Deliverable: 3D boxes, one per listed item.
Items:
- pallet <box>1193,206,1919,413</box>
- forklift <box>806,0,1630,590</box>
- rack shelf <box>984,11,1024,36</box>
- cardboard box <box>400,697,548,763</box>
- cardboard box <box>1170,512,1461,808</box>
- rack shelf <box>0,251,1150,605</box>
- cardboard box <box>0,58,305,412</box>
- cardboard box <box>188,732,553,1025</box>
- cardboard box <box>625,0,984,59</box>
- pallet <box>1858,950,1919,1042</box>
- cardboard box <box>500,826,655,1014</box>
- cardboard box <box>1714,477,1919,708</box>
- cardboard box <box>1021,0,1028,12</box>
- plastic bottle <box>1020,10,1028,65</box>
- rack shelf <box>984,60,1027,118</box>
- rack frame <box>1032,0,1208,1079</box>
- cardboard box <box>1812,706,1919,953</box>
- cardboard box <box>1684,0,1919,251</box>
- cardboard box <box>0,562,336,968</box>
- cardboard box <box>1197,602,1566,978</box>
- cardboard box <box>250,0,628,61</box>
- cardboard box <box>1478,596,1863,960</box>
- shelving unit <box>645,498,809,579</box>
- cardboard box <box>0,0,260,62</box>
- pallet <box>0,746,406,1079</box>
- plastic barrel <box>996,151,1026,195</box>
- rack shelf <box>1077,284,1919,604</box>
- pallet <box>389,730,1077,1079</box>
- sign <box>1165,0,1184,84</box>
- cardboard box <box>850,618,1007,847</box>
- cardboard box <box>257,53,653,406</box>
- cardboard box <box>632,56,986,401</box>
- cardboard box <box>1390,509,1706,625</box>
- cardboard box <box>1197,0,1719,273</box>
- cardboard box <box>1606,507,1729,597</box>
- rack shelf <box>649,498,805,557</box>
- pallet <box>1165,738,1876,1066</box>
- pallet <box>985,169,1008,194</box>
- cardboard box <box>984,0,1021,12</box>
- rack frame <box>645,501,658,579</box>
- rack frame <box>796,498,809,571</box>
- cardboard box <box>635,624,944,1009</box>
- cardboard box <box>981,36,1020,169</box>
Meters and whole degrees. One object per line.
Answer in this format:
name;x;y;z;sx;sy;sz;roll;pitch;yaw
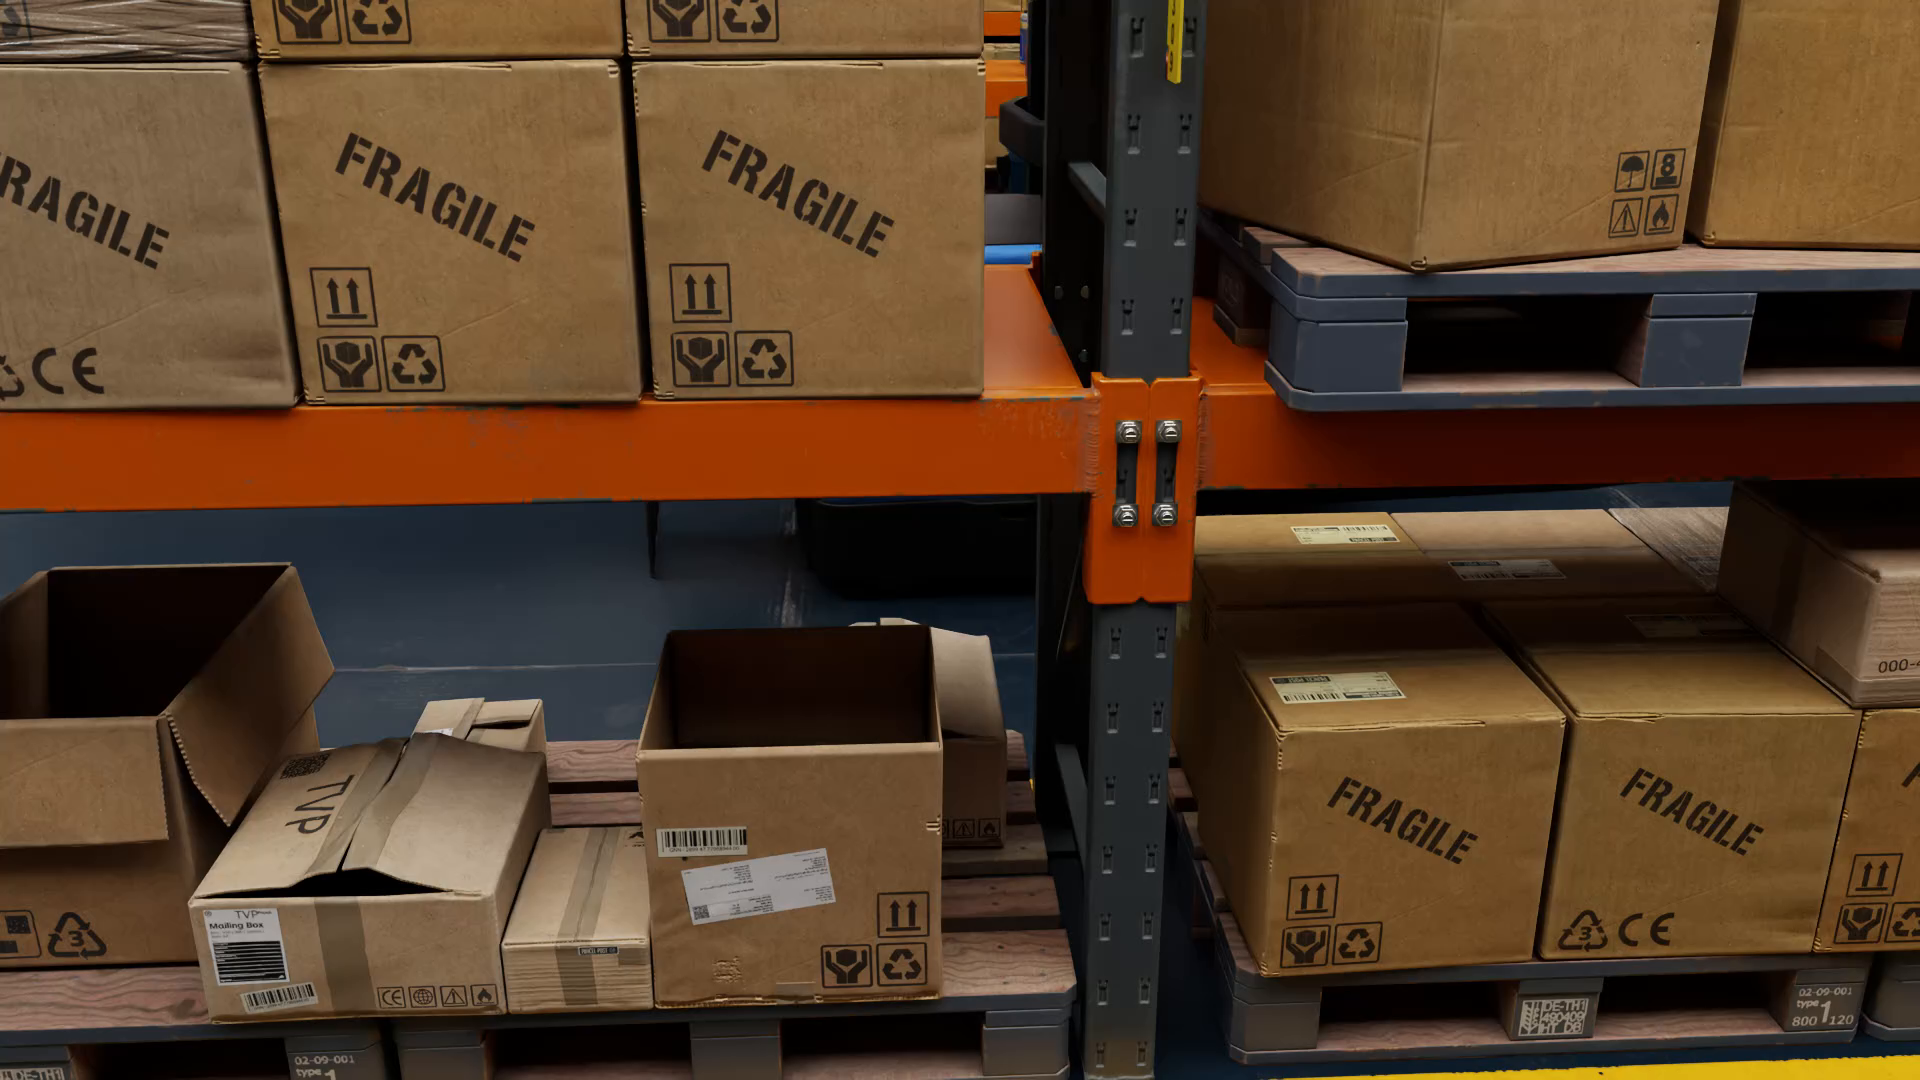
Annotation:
pallet;1.065;-0.477;2.927;1.213;0.211;1.003;-1;21;-3
forklift;0.982;-1.439;5.280;3.031;2.935;1.130;-3;21;-8
rack shelf;1.696;-3.813;12.430;4.000;0.370;1.077;-1;21;-3
cardboard box;-1.033;0.482;3.502;0.250;0.166;0.380;-1;21;-3
cardboard box;0.738;0.262;3.613;0.500;0.500;0.500;-1;21;-3
rack shelf;-1.735;-0.212;2.974;4.000;0.370;1.077;-1;21;-3
cardboard box;-1.250;-0.512;2.610;0.500;0.500;0.500;-1;21;-2
cardboard box;-1.040;0.590;3.017;0.500;0.311;0.500;-1;21;-3
cardboard box;-0.229;-1.001;2.488;0.500;0.500;0.500;-1;21;-3
pallet;2.292;0.658;3.595;1.213;0.211;1.003;-1;21;-3
cardboard box;-0.662;0.679;3.010;0.250;0.149;0.380;-1;21;-3
cardboard box;1.757;0.080;3.037;0.500;0.250;0.500;-1;21;-3
cardboard box;0.675;-4.086;11.997;0.500;0.500;0.500;-1;21;-3
plastic bottle;0.357;-2.414;7.919;0.135;0.276;0.152;-1;21;-3
rack shelf;1.979;-2.053;7.809;4.000;0.370;1.077;-1;21;-3
rack frame;0.261;-0.589;2.952;0.127;3.000;1.000;-1;21;-3
cardboard box;1.789;0.428;3.176;0.500;0.500;0.500;-1;21;-2
cardboard box;1.430;-0.799;2.772;0.500;0.500;0.700;2;21;6
cardboard box;-1.614;0.412;3.213;0.637;0.503;0.797;-1;21;-3
cardboard box;0.758;0.450;3.117;0.500;0.500;0.500;-2;21;-5
cardboard box;-0.740;-0.989;2.458;0.500;0.500;0.500;-2;21;-4
cardboard box;1.290;0.436;3.156;0.500;0.500;0.500;-1;21;-2
shelving unit;-0.765;-0.940;5.139;0.503;2.100;0.431;-3;21;-8
cardboard box;-1.243;-0.979;2.432;0.500;0.500;0.500;-1;21;-3
pallet;-1.645;0.754;3.345;1.213;0.211;1.003;-1;21;-3
plastic barrel;0.526;-1.569;7.886;0.708;0.901;0.600;-1;21;-3
rack shelf;2.258;-0.293;3.187;4.000;0.370;1.077;-1;21;-3
pallet;-0.424;0.728;3.413;1.213;0.211;1.003;-1;21;-3
sign;0.300;-0.801;2.292;0.005;0.325;0.100;-1;21;-3
cardboard box;-0.170;0.394;3.532;0.500;0.311;0.500;-1;21;-3
cardboard box;-0.738;-0.524;2.640;0.500;0.500;0.500;-1;21;-2
cardboard box;-0.223;-0.534;2.669;0.500;0.500;0.500;-1;21;-2
cardboard box;1.232;0.255;3.631;0.500;0.500;0.500;-1;21;-3
cardboard box;0.747;-0.762;2.676;0.500;0.500;0.700;-9;22;-21
cardboard box;1.732;0.245;3.658;0.500;0.500;0.500;-1;21;-2
rack shelf;-0.765;-0.273;5.393;0.480;0.518;0.431;-3;21;-8
pallet;1.071;0.684;3.527;1.213;0.211;1.003;-1;21;-3
pallet;0.466;-2.847;12.803;1.213;0.211;1.003;-1;21;-3
cardboard box;0.173;-4.075;11.969;0.500;0.500;0.500;-1;21;-3
rack frame;-1.006;-0.928;5.106;0.015;2.100;0.400;-3;21;-8
rack frame;-0.524;-0.953;5.173;0.015;2.100;0.400;-3;21;-8
cardboard box;-0.291;0.486;3.024;0.500;0.500;0.500;-1;21;-3
cardboard box;0.337;-3.332;12.552;0.875;0.875;1.225;-1;21;-3
